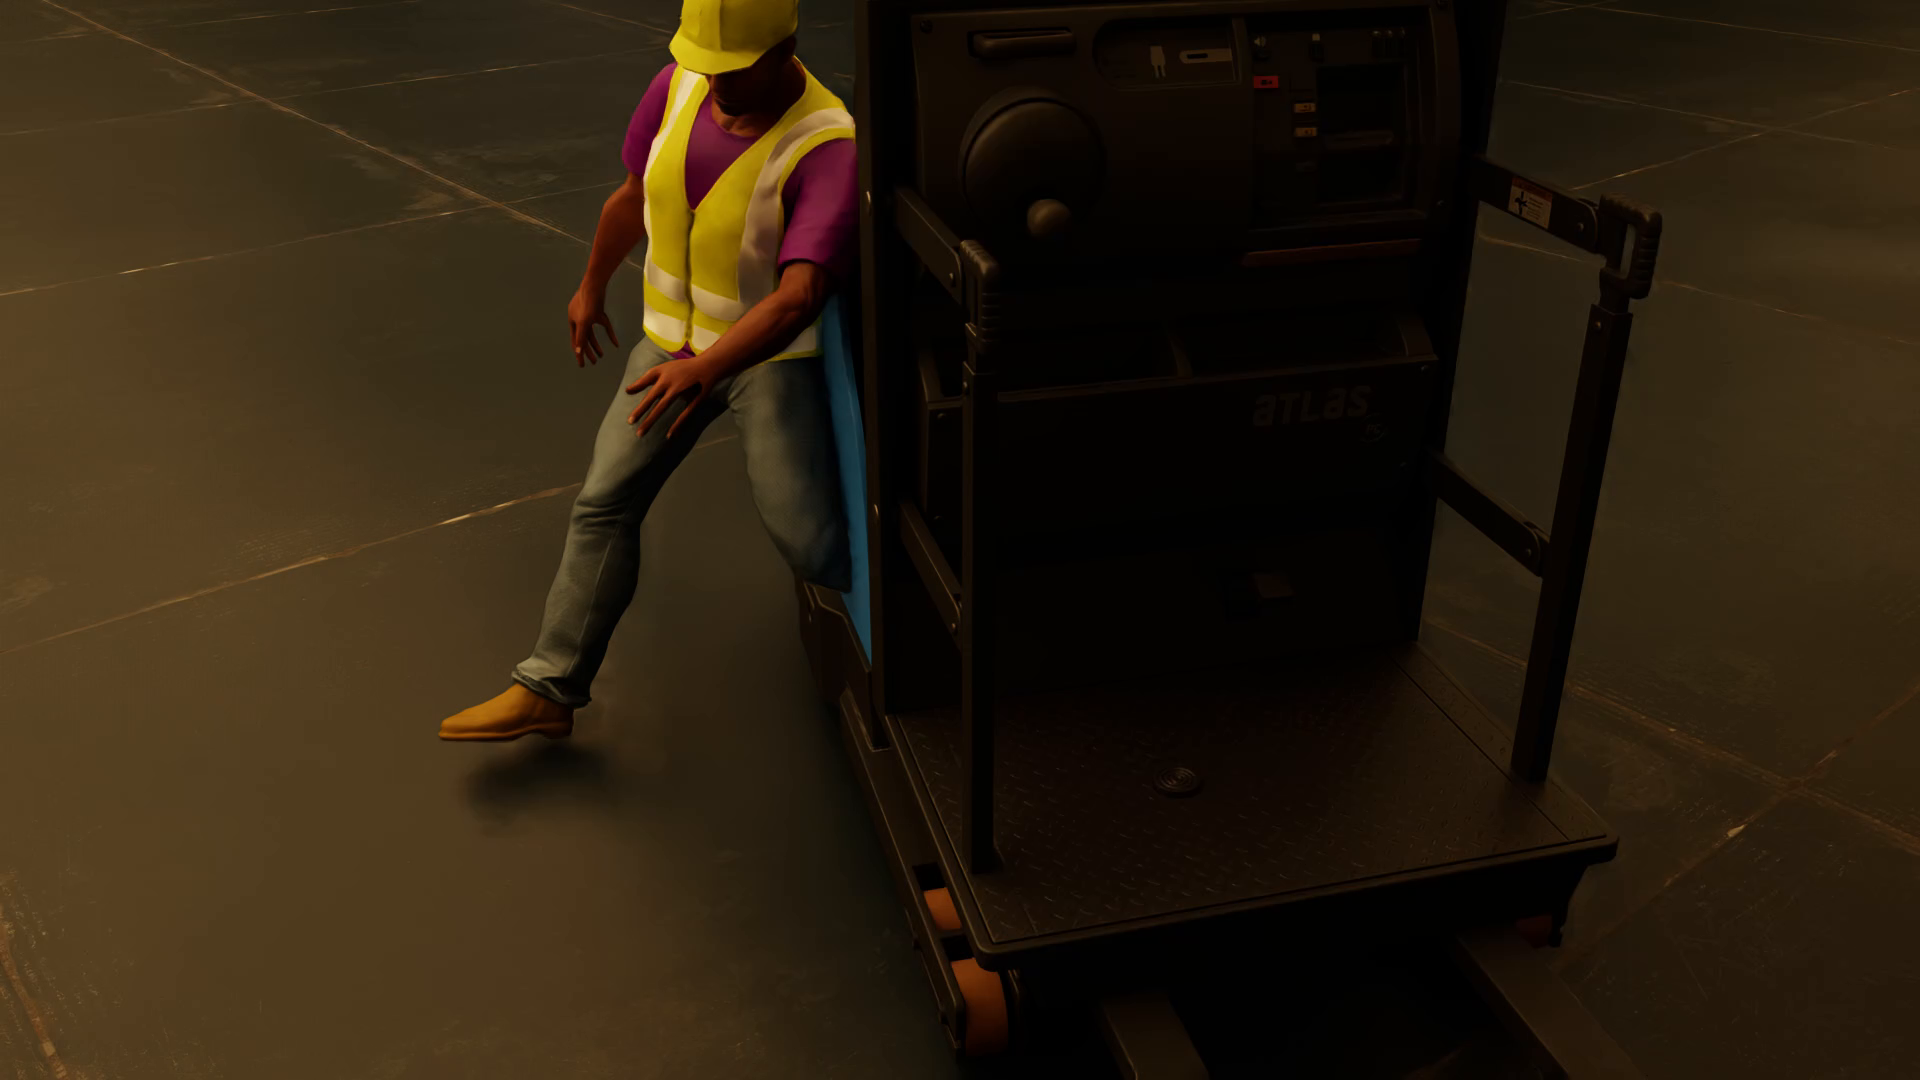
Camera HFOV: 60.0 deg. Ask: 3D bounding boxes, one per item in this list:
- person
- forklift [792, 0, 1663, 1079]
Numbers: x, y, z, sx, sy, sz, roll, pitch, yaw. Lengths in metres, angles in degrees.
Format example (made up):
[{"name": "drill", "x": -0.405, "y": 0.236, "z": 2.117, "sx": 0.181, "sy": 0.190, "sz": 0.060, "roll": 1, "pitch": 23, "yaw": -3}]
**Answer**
[{"name": "person", "x": -0.547, "y": -0.335, "z": 3.316, "sx": 0.917, "sy": 1.613, "sz": 0.967, "roll": 16, "pitch": 31, "yaw": 29}, {"name": "forklift", "x": 0.436, "y": -0.645, "z": 2.502, "sx": 1.130, "sy": 2.935, "sz": 3.031, "roll": -7, "pitch": 27, "yaw": -13}]
